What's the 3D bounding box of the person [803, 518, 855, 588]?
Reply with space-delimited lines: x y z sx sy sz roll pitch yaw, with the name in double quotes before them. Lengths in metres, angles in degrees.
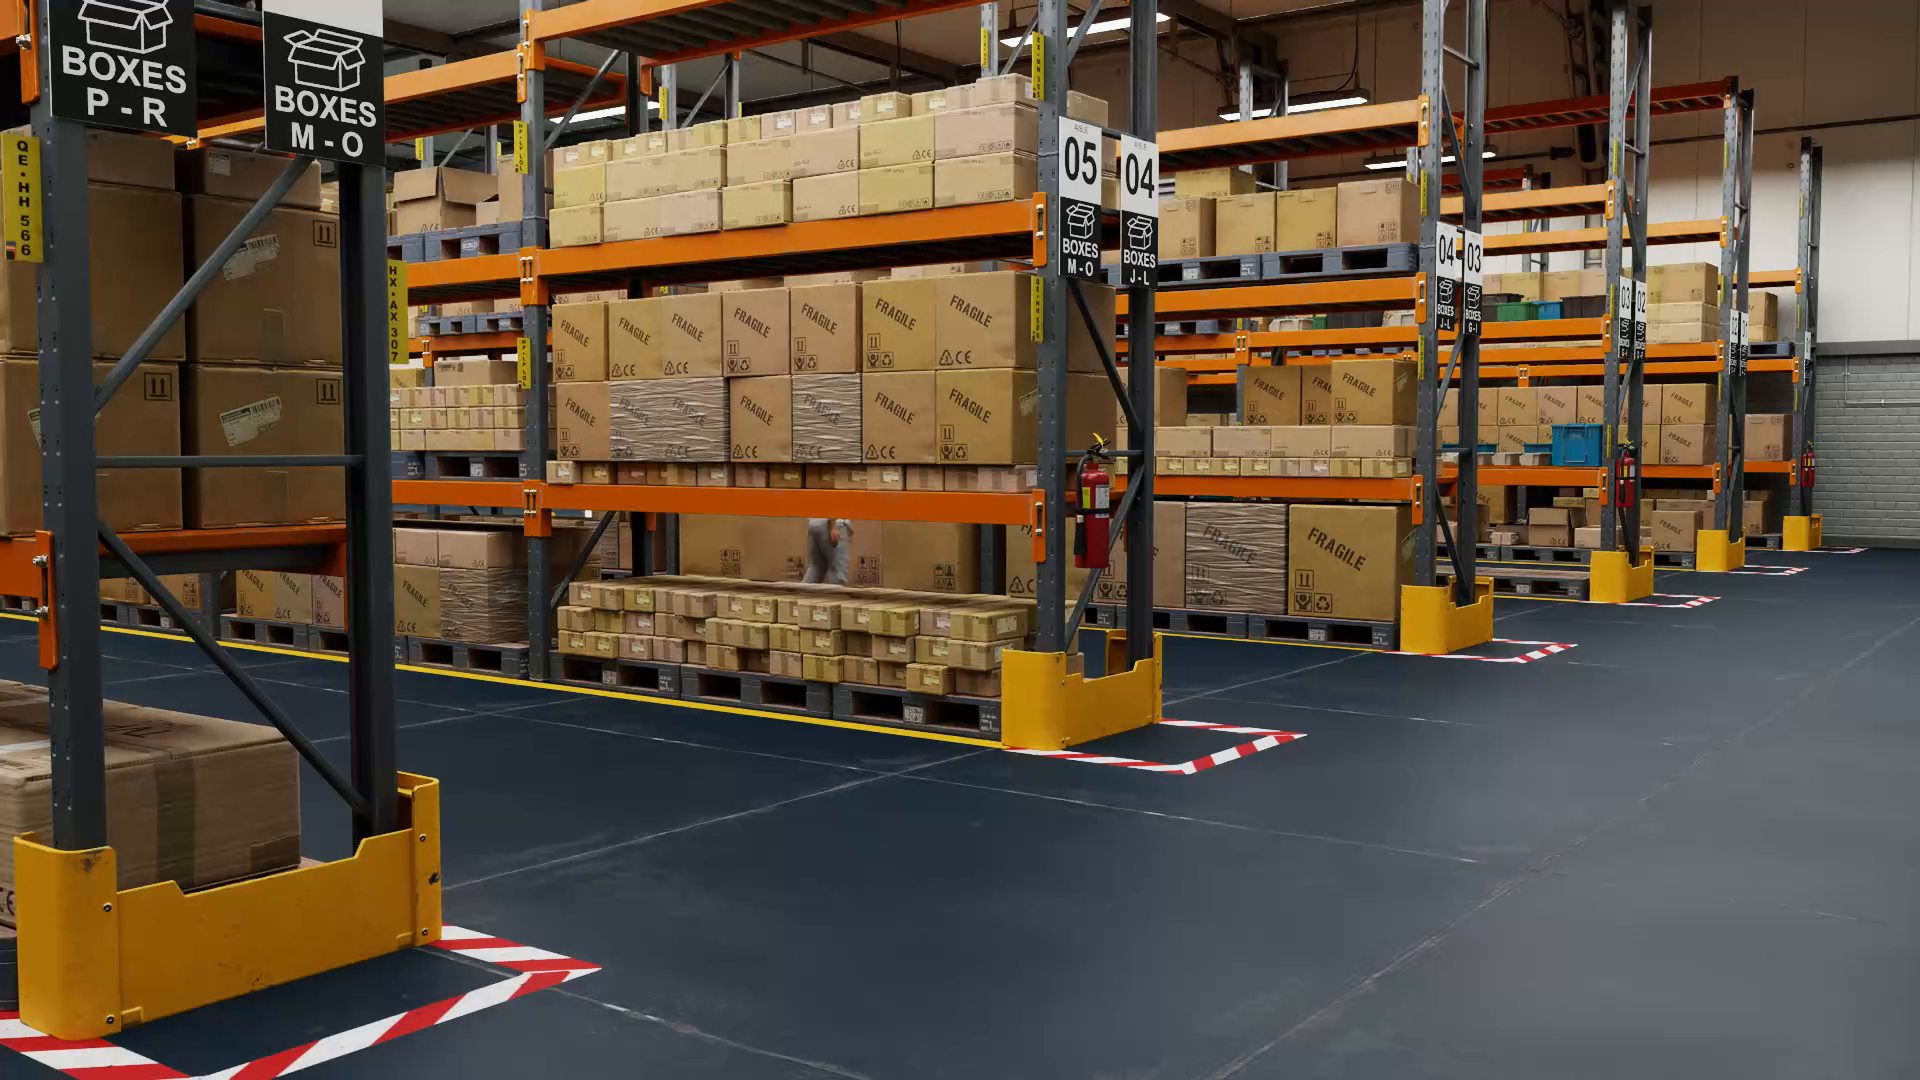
"person" -1.065 -0.108 14.200 0.624 1.646 0.560 -1 3 -10
